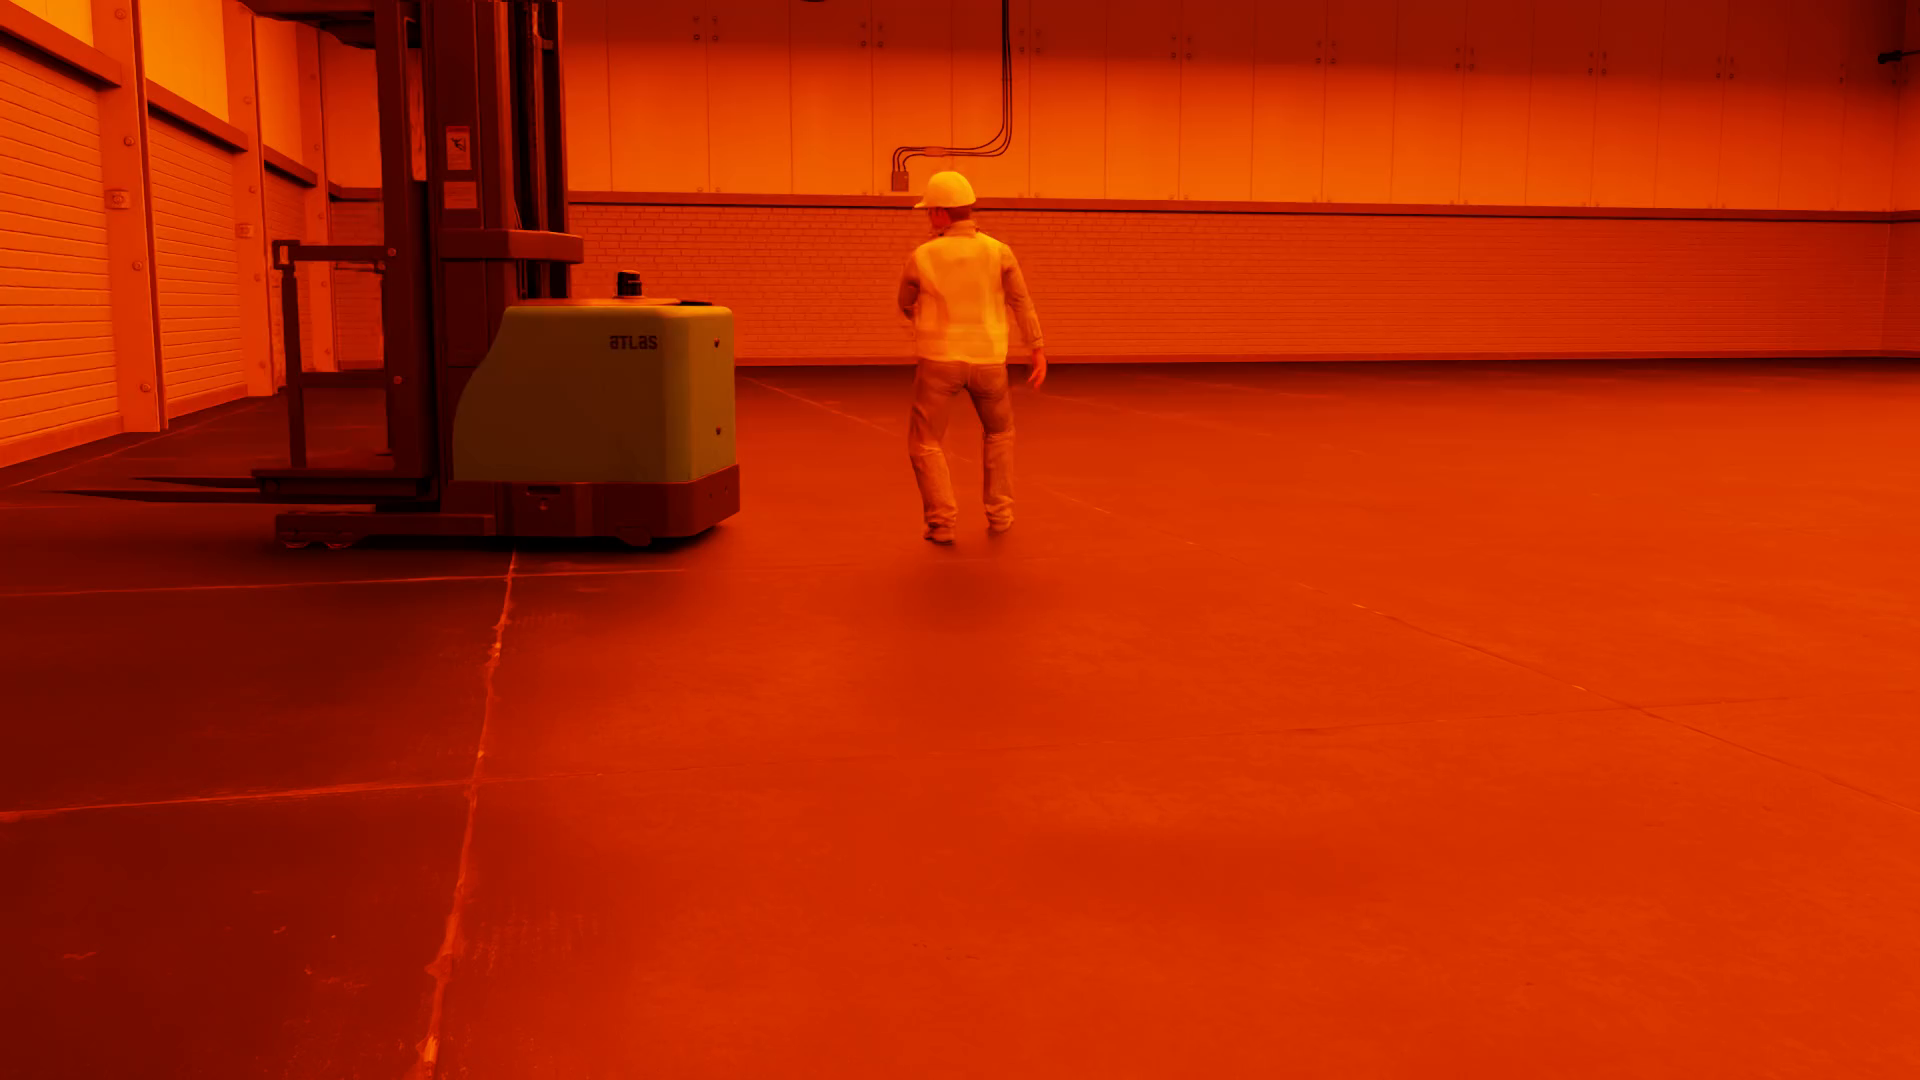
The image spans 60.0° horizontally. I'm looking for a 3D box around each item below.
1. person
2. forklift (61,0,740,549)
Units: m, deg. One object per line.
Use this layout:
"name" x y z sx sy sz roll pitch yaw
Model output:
"person" 0.055 -0.867 7.852 0.695 1.688 0.789 -2 8 -14
"forklift" -2.634 -1.482 7.721 3.031 2.935 1.130 1 8 6
